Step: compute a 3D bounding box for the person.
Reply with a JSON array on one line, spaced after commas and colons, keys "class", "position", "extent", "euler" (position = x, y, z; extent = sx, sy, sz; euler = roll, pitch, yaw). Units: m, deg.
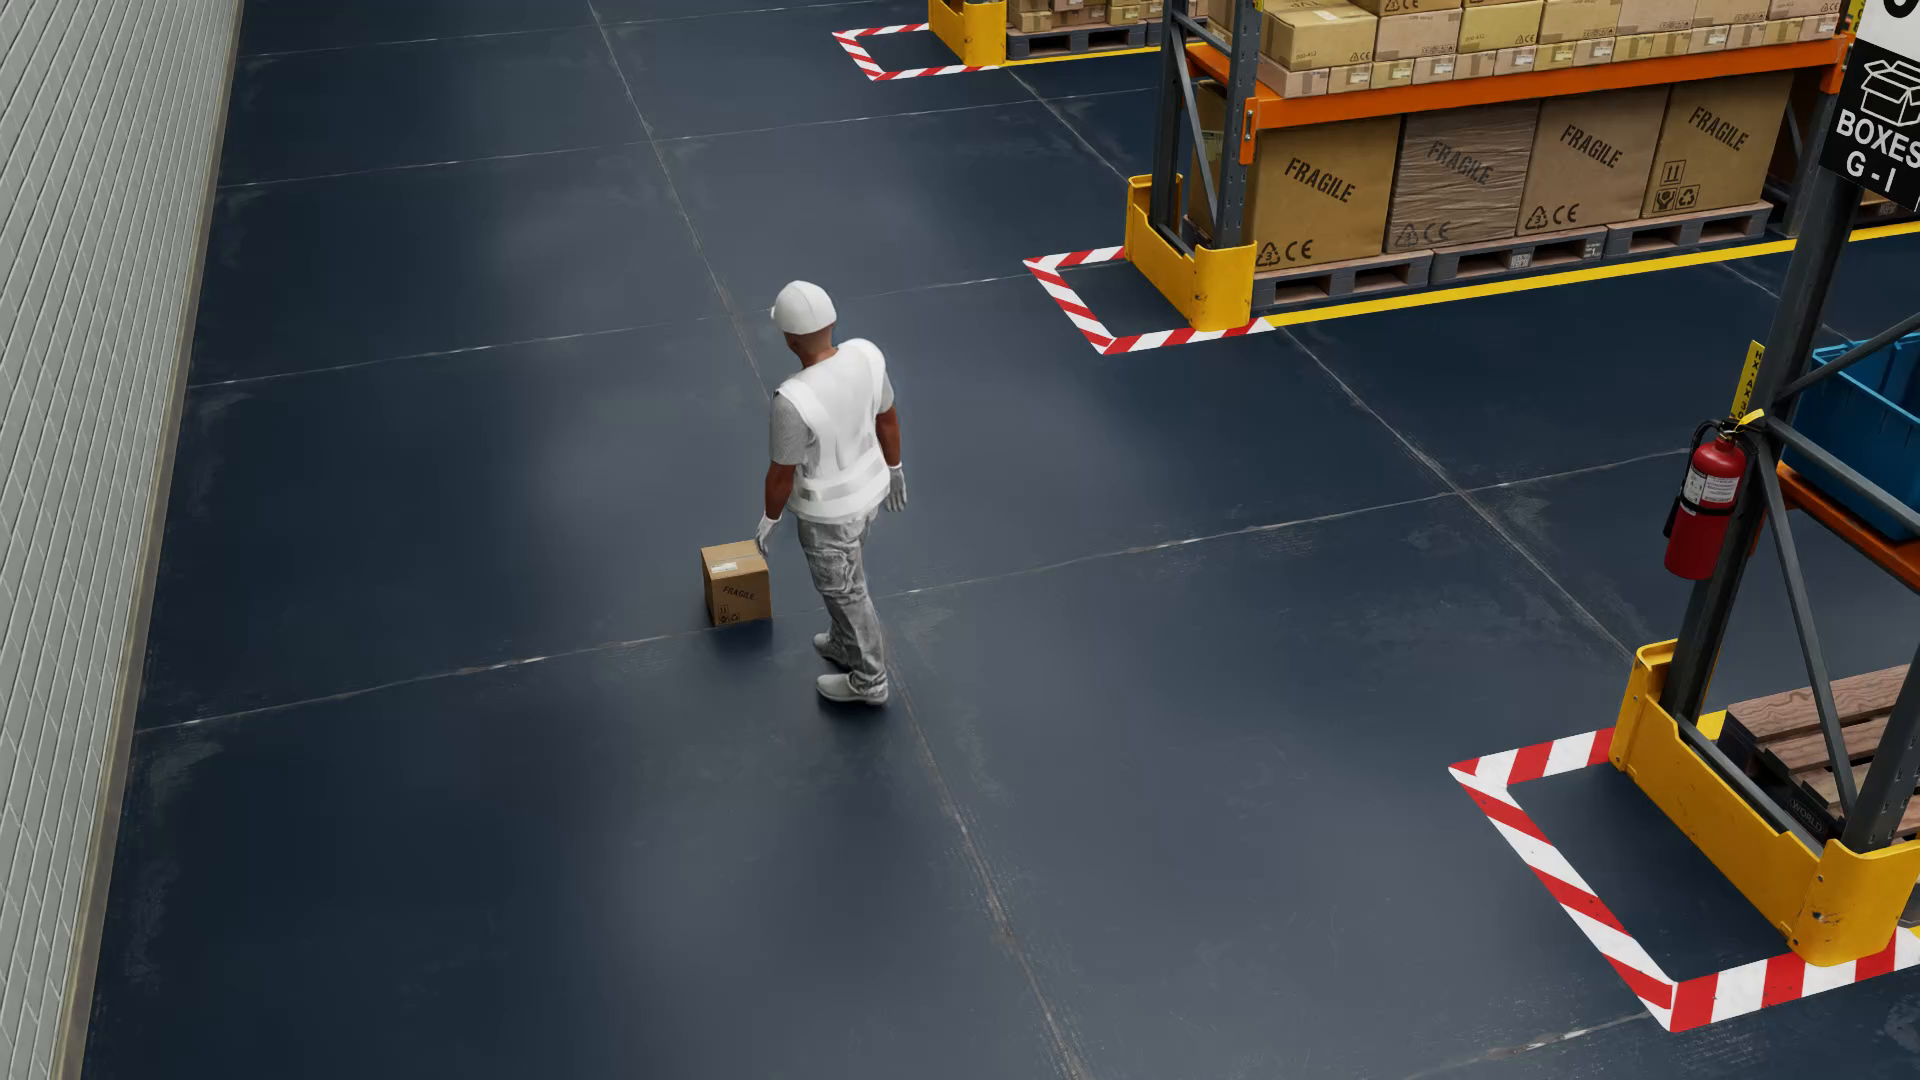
[{"class": "person", "position": [-0.504, -0.140, 6.331], "extent": [0.513, 1.818, 0.567], "euler": [16, 37, 23]}]
